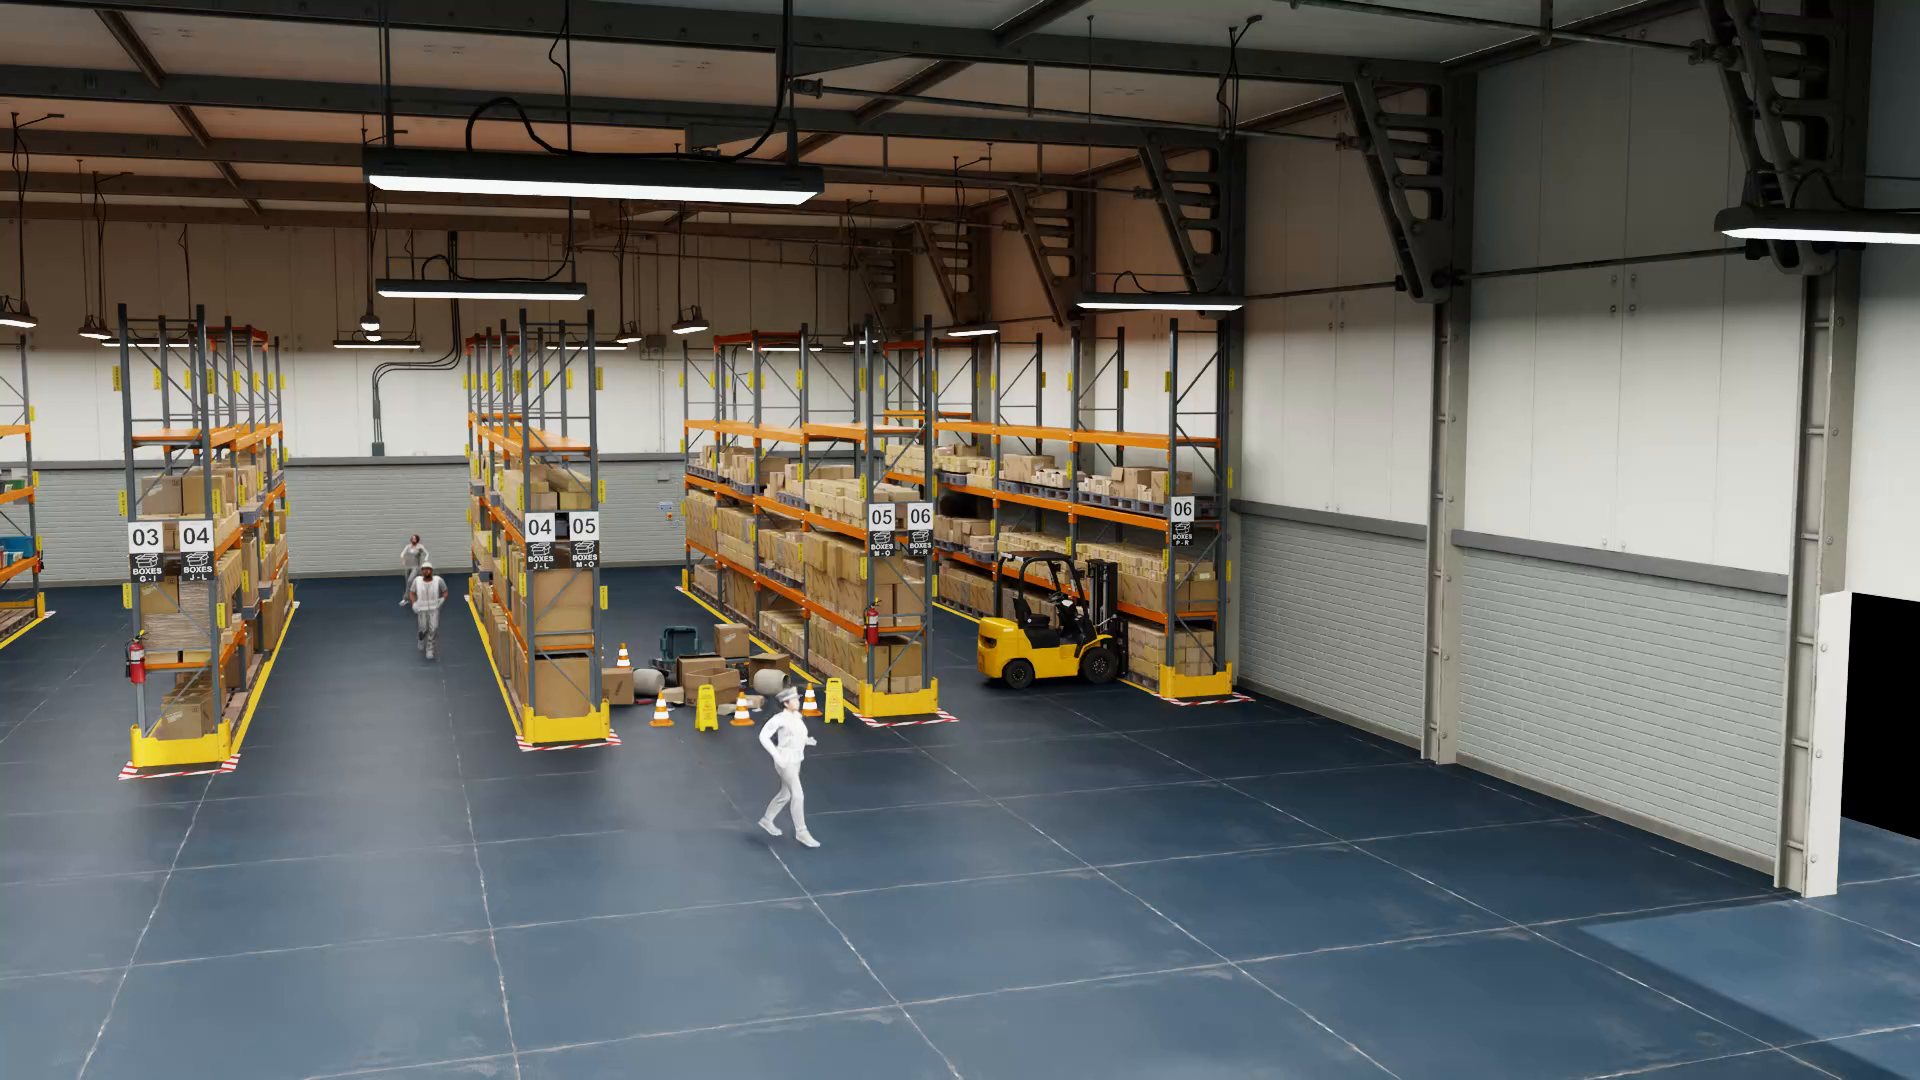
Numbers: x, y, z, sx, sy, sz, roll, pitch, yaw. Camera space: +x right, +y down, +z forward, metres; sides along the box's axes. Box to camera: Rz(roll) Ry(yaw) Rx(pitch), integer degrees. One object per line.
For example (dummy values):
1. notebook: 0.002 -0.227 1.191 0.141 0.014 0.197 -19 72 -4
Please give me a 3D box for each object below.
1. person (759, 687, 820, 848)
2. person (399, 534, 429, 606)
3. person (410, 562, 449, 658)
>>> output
1. person: -1.860 2.437 18.058 0.789 1.724 0.606 2 6 21
2. person: -12.339 0.652 37.498 0.611 1.577 0.855 1 5 6
3. person: -9.662 1.267 30.301 0.672 1.749 0.641 -2 6 -17
